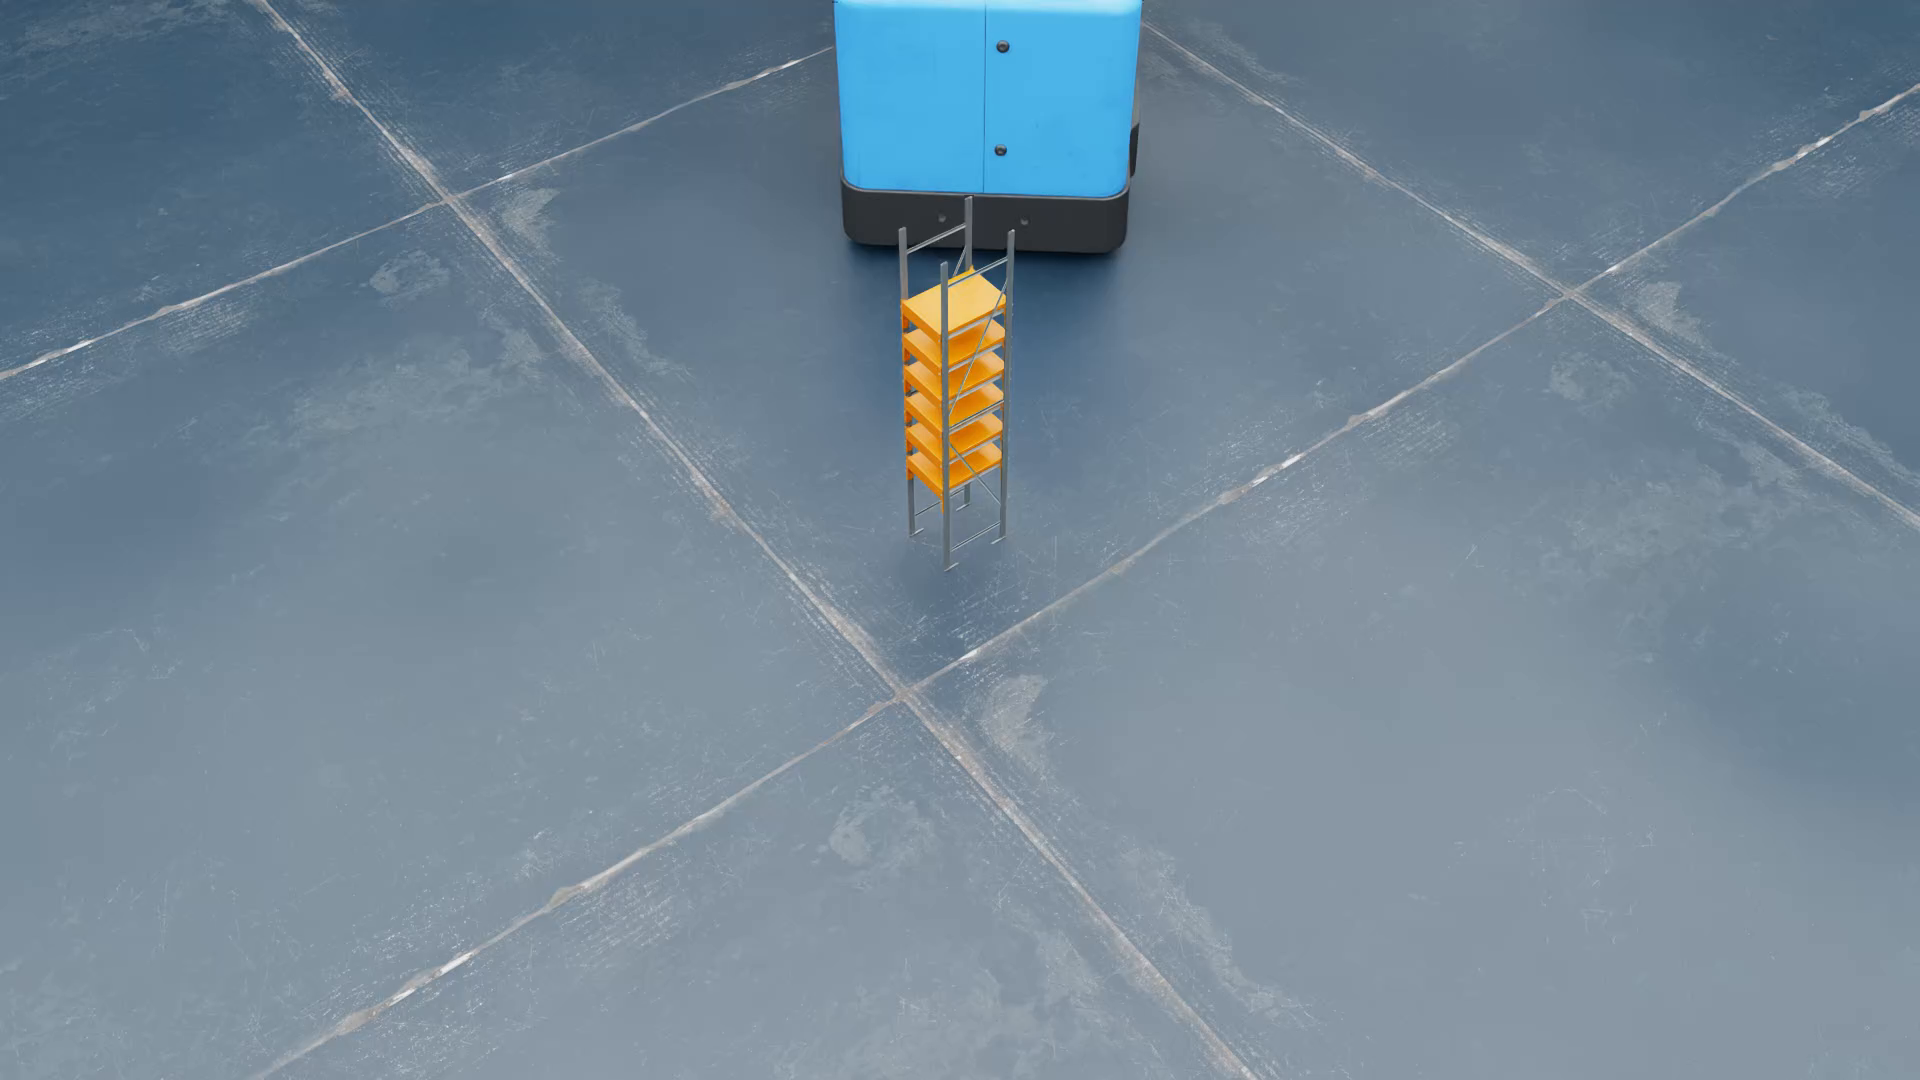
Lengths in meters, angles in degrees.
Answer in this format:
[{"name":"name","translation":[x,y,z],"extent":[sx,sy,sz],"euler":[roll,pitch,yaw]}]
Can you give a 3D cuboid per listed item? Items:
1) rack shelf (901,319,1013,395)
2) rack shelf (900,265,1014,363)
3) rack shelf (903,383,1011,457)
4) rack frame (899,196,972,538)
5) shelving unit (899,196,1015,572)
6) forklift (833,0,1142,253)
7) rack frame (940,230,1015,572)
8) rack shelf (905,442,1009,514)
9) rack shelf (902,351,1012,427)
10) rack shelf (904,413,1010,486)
[{"name":"rack shelf","translation":[-0.009,-0.543,4.668],"extent":[0.258,0.103,0.180],"euler":[-29,54,-24]},{"name":"rack shelf","translation":[-0.009,-0.623,4.579],"extent":[0.258,0.103,0.180],"euler":[-29,54,-24]},{"name":"rack shelf","translation":[-0.009,-0.382,4.846],"extent":[0.258,0.103,0.180],"euler":[-29,54,-24]},{"name":"rack frame","translation":[-0.064,-0.465,4.862],"extent":[0.240,1.200,0.006],"euler":[-29,54,-24]},{"name":"shelving unit","translation":[-0.009,-0.412,4.813],"extent":[0.258,1.200,0.189],"euler":[-29,54,-24]},{"name":"forklift","translation":[0.175,-3.127,6.106],"extent":[1.130,2.935,3.031],"euler":[3,48,2]},{"name":"rack frame","translation":[0.047,-0.358,4.764],"extent":[0.240,1.200,0.006],"euler":[-29,54,-24]},{"name":"rack shelf","translation":[-0.009,-0.220,5.024],"extent":[0.258,0.103,0.180],"euler":[-29,54,-24]},{"name":"rack shelf","translation":[-0.009,-0.462,4.757],"extent":[0.258,0.103,0.180],"euler":[-29,54,-24]},{"name":"rack shelf","translation":[-0.009,-0.301,4.935],"extent":[0.258,0.103,0.180],"euler":[-29,54,-24]}]
